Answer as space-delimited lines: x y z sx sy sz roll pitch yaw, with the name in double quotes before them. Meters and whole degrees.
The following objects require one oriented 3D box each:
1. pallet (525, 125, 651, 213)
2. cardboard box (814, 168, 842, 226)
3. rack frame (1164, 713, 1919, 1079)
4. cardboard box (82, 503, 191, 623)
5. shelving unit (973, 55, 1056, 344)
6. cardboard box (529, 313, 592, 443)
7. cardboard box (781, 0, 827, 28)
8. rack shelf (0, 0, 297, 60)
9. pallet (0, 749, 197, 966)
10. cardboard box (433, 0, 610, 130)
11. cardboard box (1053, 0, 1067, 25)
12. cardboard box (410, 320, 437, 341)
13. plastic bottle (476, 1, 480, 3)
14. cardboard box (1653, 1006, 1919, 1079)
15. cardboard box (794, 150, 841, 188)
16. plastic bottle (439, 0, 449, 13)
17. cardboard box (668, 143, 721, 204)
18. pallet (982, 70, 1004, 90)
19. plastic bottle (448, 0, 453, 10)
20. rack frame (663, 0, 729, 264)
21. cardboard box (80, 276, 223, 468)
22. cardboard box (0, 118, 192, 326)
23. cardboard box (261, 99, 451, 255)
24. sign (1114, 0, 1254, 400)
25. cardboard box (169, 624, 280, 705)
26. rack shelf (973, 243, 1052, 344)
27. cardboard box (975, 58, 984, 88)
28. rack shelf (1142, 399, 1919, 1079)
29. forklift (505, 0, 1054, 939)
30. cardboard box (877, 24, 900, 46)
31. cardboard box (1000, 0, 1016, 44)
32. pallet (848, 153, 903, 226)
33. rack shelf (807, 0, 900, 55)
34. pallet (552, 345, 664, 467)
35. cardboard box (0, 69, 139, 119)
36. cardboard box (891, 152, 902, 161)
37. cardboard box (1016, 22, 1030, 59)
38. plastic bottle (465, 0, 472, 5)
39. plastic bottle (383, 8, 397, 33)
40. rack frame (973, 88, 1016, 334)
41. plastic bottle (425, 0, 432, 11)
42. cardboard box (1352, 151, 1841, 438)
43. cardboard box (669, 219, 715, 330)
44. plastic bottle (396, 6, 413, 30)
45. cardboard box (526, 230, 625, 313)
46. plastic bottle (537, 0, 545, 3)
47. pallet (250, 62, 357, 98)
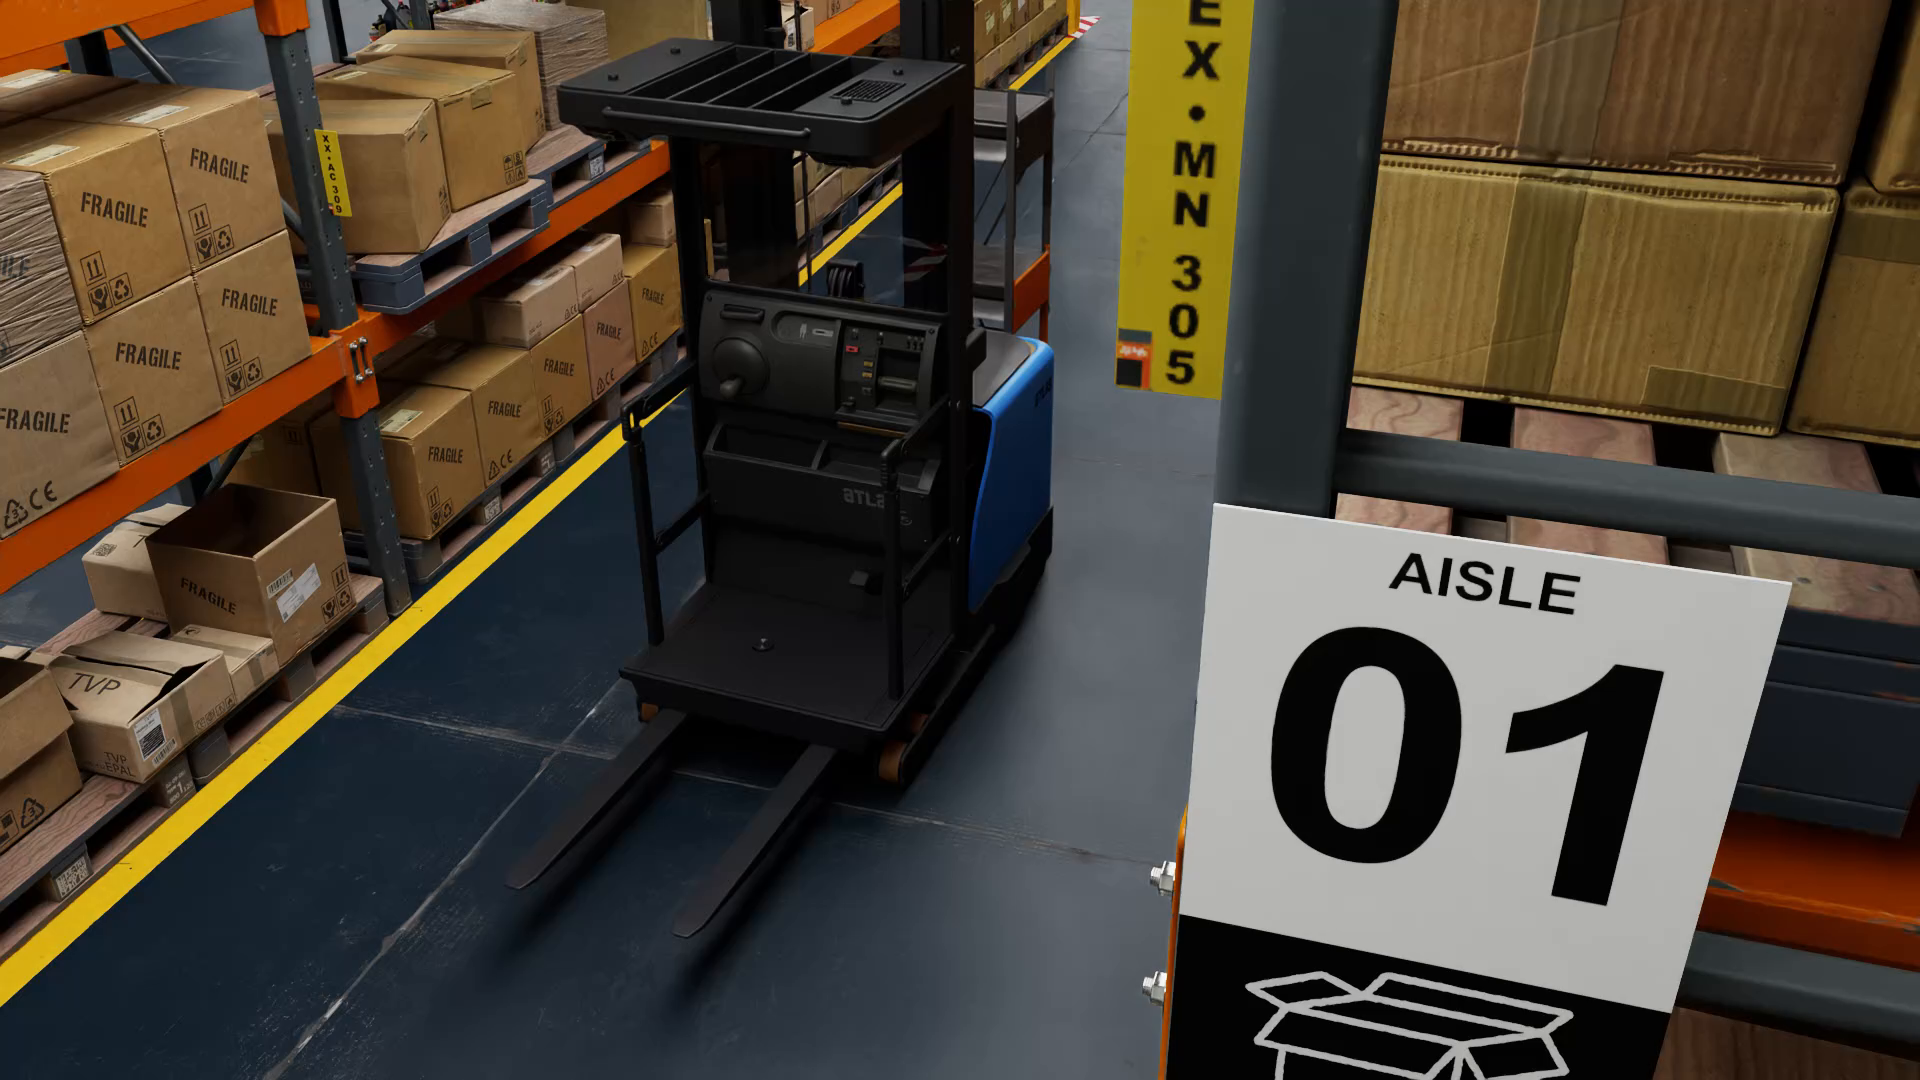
"pallet" -2.271 -1.943 8.356 1.003 0.211 1.213 8 30 15
"cardboard box" -1.124 -2.349 11.283 0.500 0.250 0.500 8 30 13
"rack frame" 0.684 1.491 1.984 1.000 3.000 0.127 8 30 15
"cardboard box" -3.209 0.074 6.845 0.500 0.311 0.500 8 30 15
"shelving unit" 0.127 -1.039 7.457 0.431 2.100 0.503 11 31 19
"cardboard box" -2.204 -0.843 8.299 0.500 0.500 0.500 9 30 15
"cardboard box" -1.228 -3.758 11.316 0.500 0.500 0.500 7 30 12
"rack shelf" -3.466 -1.140 4.368 1.077 0.370 4.000 8 30 15
"pallet" -3.438 1.034 5.675 1.003 0.211 1.213 8 30 15
"cardboard box" -2.233 -2.452 8.538 0.700 0.500 0.500 14 32 24
"cardboard box" 0.768 -5.340 16.660 0.500 0.250 0.500 8 30 15
"cardboard box" -2.707 -0.905 8.409 0.500 0.500 0.500 9 30 15
"plastic bottle" -4.576 -4.938 15.812 0.144 0.351 0.185 7 30 13
"cardboard box" 0.824 1.122 2.340 0.980 0.700 0.700 10 31 17
"cardboard box" -1.124 -2.606 11.168 0.500 0.311 0.500 8 30 14
"plastic bottle" -5.047 -5.144 16.253 0.061 0.283 0.133 8 30 15
"cardboard box" -1.786 -2.437 10.865 0.500 0.311 0.500 9 30 16
"pallet" -0.257 -3.936 14.608 1.003 0.211 1.213 8 30 15
"plastic bottle" -5.080 -5.278 16.577 0.097 0.201 0.097 0 29 0
"rack frame" -1.705 -2.932 9.935 1.000 3.000 0.127 8 30 15
"cardboard box" -2.930 -0.608 5.654 0.500 0.500 0.500 9 30 16
"cardboard box" -2.928 -1.043 5.408 0.500 0.500 0.500 8 30 14
"cardboard box" -2.526 -1.488 6.805 0.700 0.500 0.500 -1 29 -2
"sign" 0.169 -0.256 1.210 0.100 0.325 0.005 8 30 15
"cardboard box" -2.828 0.469 6.302 0.380 0.149 0.250 8 30 15
"rack shelf" 0.127 -1.027 7.464 0.431 0.518 0.480 11 31 19
"cardboard box" -0.105 -3.945 14.152 0.500 0.250 0.500 8 30 15
"rack shelf" 1.271 -0.435 3.100 1.077 0.370 4.000 8 30 15
"forklift" -0.594 -0.610 5.831 1.130 2.935 3.031 11 31 19
"cardboard box" -0.446 -4.578 14.518 0.500 0.500 0.500 8 30 15
"cardboard box" 0.198 -4.736 14.803 0.500 0.500 0.500 8 30 15
"pallet" -1.066 -2.655 12.306 1.003 0.211 1.213 8 30 15
"rack shelf" -1.118 -3.547 11.780 1.077 0.370 4.000 8 30 15
"pallet" -2.320 -0.806 8.983 1.003 0.211 1.213 8 30 15
"cardboard box" -3.286 -1.375 6.004 0.500 0.500 0.500 9 30 16
"cardboard box" -0.675 -3.066 12.572 0.500 0.250 0.500 9 30 16
"cardboard box" 0.340 -4.641 15.404 0.500 0.250 0.500 8 30 15
"plastic bottle" -5.005 -5.463 16.826 0.061 0.283 0.133 9 30 16
"plastic bottle" -5.351 -4.874 15.699 0.144 0.351 0.185 8 30 14
"rack frame" 0.038 -0.928 7.258 0.400 2.100 0.015 11 31 19
"plastic bottle" -5.200 -5.114 16.129 0.144 0.351 0.185 8 30 15
"cardboard box" 0.645 -0.360 1.845 0.500 0.250 0.500 9 30 16
"cardboard box" -1.755 -1.564 9.594 0.500 0.500 0.500 10 31 17
"plastic bottle" -5.213 -4.854 15.662 0.144 0.351 0.185 8 30 15
"cardboard box" -2.064 -1.388 8.508 0.500 0.250 0.500 8 30 14
"plastic bottle" -4.228 -5.390 16.696 0.061 0.283 0.133 9 30 16
"pallet" -5.458 -3.910 14.562 1.003 0.211 1.213 8 30 15
